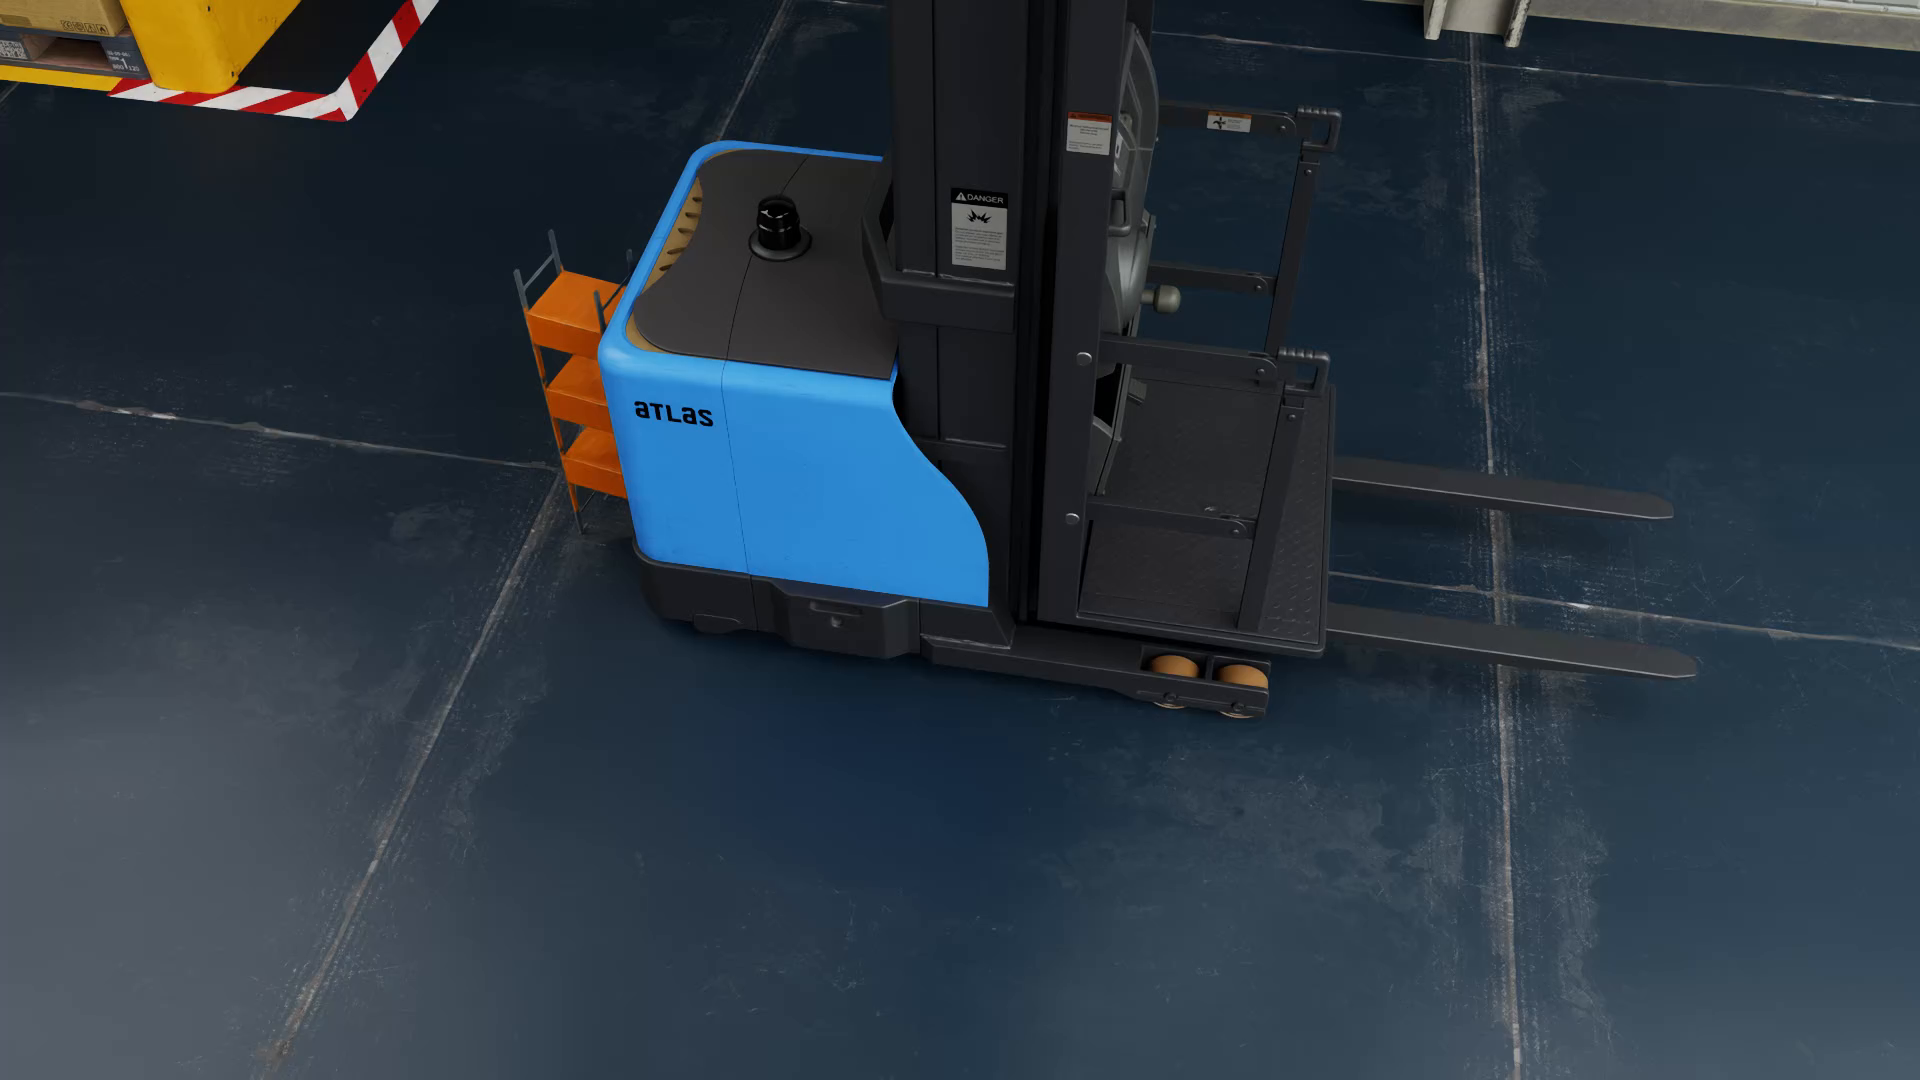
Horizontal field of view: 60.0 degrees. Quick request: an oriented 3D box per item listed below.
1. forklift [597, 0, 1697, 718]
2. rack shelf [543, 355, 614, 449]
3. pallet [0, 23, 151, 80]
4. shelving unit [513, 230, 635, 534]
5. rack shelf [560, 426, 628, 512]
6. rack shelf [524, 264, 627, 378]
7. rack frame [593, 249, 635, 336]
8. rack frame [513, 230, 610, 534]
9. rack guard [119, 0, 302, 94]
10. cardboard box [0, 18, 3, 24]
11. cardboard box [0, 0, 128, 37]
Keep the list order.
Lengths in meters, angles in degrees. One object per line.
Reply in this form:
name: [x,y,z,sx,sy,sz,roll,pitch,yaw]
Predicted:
forklift: [0.614,-0.897,4.086,3.031,2.935,1.130,8,49,7]
rack shelf: [-1.053,-0.401,4.918,0.240,0.259,0.215,16,50,14]
pallet: [-3.905,-2.442,7.302,1.213,0.211,1.003,8,49,7]
shelving unit: [-1.053,-0.408,4.910,0.252,1.050,0.215,16,50,14]
rack shelf: [-1.053,-0.215,5.125,0.240,0.259,0.215,16,50,14]
rack shelf: [-1.053,-0.590,4.707,0.240,0.259,0.215,16,50,14]
rack frame: [-0.939,-0.375,4.881,0.008,1.050,0.200,16,50,14]
rack frame: [-1.167,-0.440,4.940,0.008,1.050,0.200,16,50,14]
rack guard: [-3.122,-2.465,7.129,0.348,0.500,1.175,8,49,7]
cardboard box: [-4.152,-2.428,6.982,0.500,0.250,0.500,8,49,7]
cardboard box: [-3.664,-2.356,6.916,0.500,0.250,0.500,8,49,7]
